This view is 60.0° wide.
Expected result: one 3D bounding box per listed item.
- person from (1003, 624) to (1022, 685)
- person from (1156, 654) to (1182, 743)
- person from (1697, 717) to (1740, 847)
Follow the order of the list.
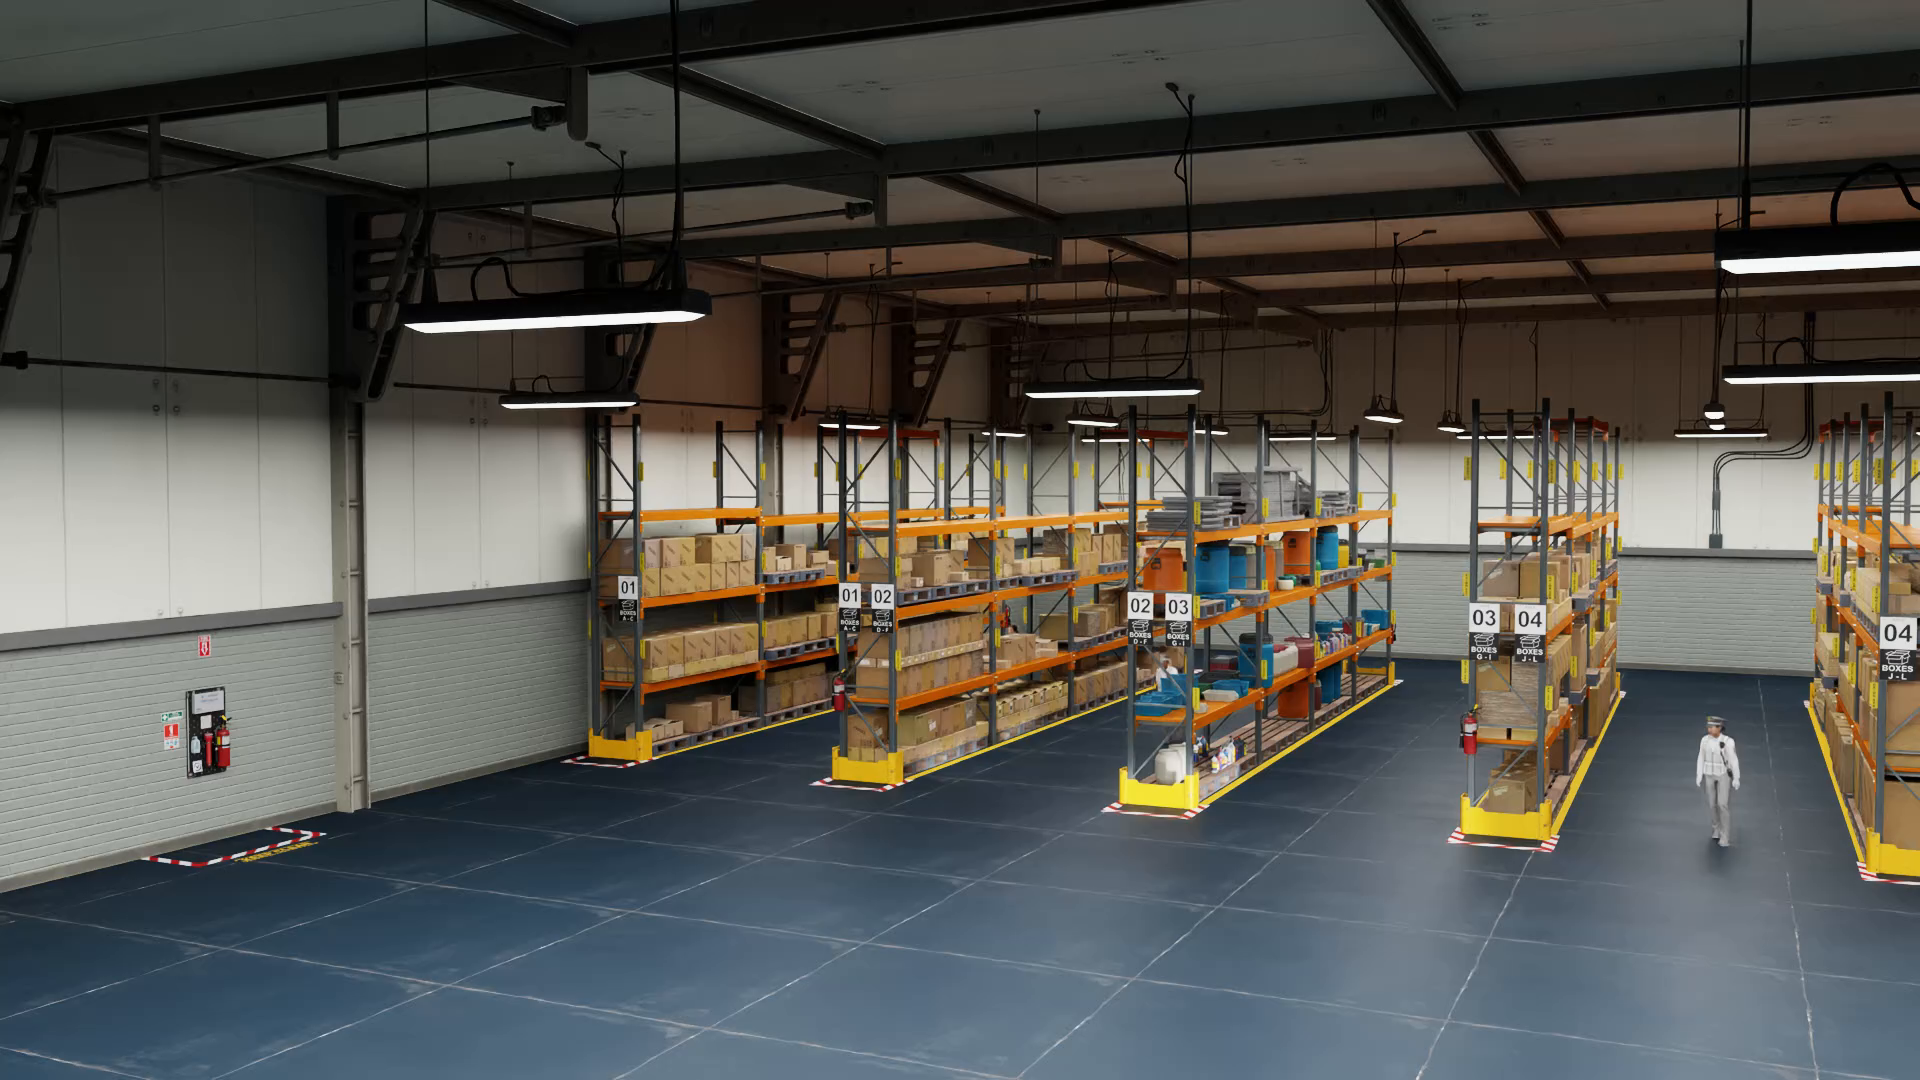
[{"bbox_3d":[1.144,2.673,36.335,0.488,1.681,0.681,2,3,36],"label":"person"},{"bbox_3d":[3.892,2.917,30.805,0.507,1.654,0.594,2,3,37],"label":"person"},{"bbox_3d":[10.242,3.241,22.545,0.623,1.671,0.590,-2,3,-40],"label":"person"}]
